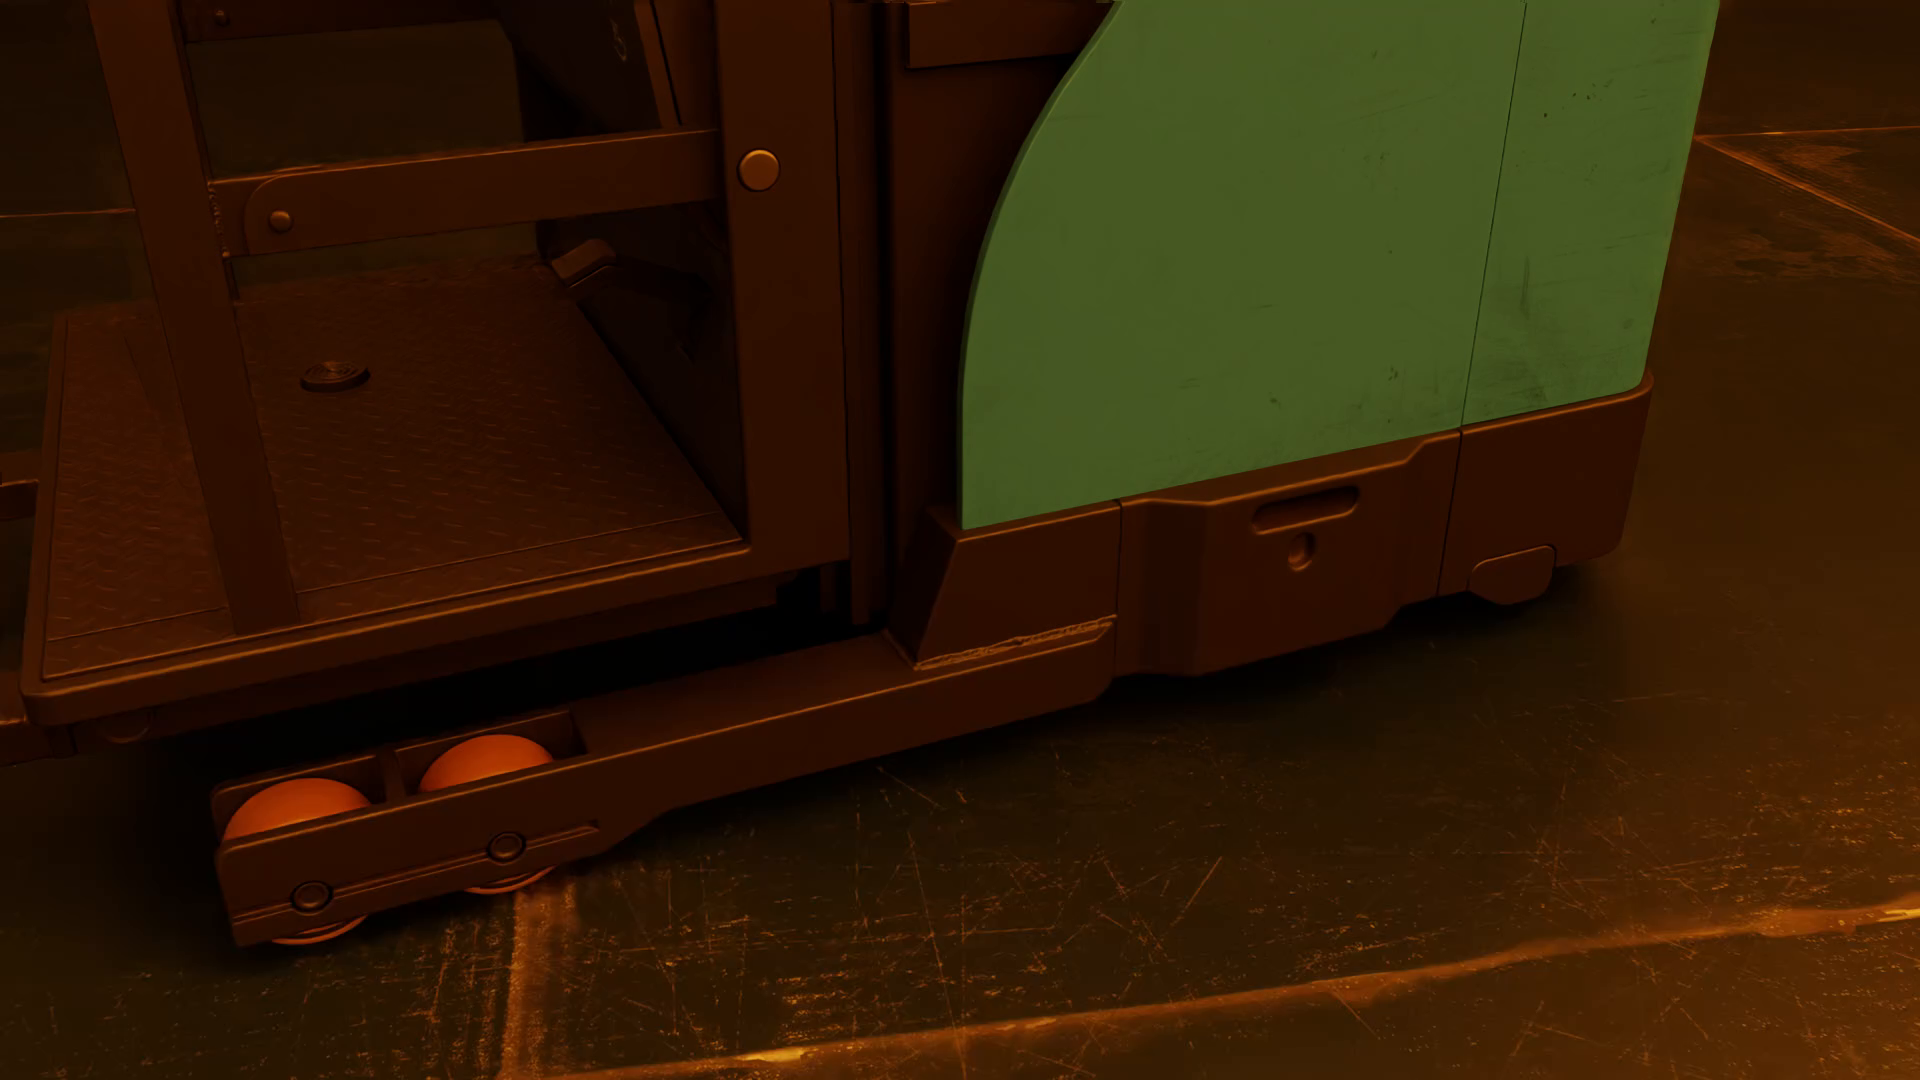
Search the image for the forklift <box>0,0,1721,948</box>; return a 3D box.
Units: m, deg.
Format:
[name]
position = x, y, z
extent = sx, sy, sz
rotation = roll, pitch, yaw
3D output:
[forklift]
position = -0.621, -1.161, 1.561
extent = 3.031, 2.935, 1.130
rotation = -12, 30, -21
